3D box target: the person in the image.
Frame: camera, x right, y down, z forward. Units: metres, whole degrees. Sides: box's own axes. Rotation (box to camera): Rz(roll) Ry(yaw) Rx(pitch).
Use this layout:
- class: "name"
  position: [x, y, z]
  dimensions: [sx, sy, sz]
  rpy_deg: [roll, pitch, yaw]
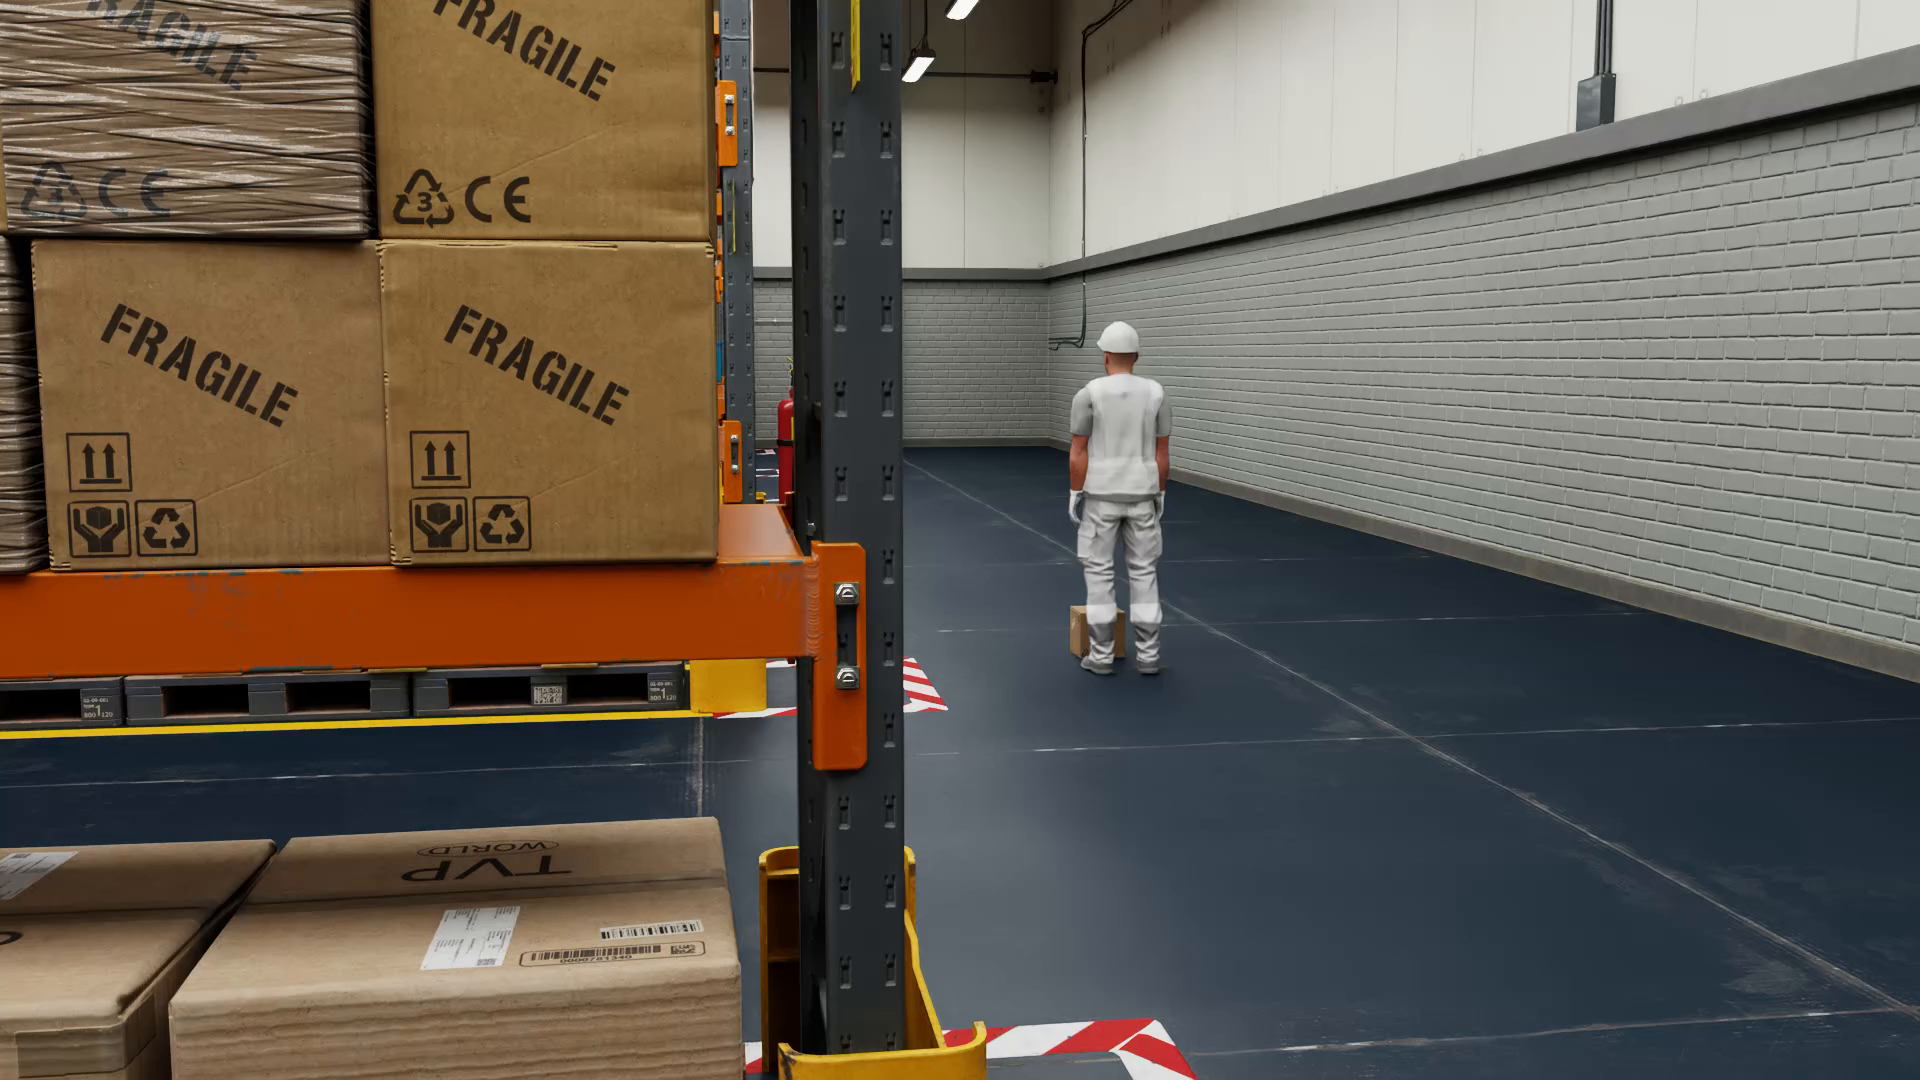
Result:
- class: "person"
  position: [0.807, -0.207, 8.484]
  dimensions: [0.524, 1.794, 0.335]
  rpy_deg: [-1, 6, -7]
